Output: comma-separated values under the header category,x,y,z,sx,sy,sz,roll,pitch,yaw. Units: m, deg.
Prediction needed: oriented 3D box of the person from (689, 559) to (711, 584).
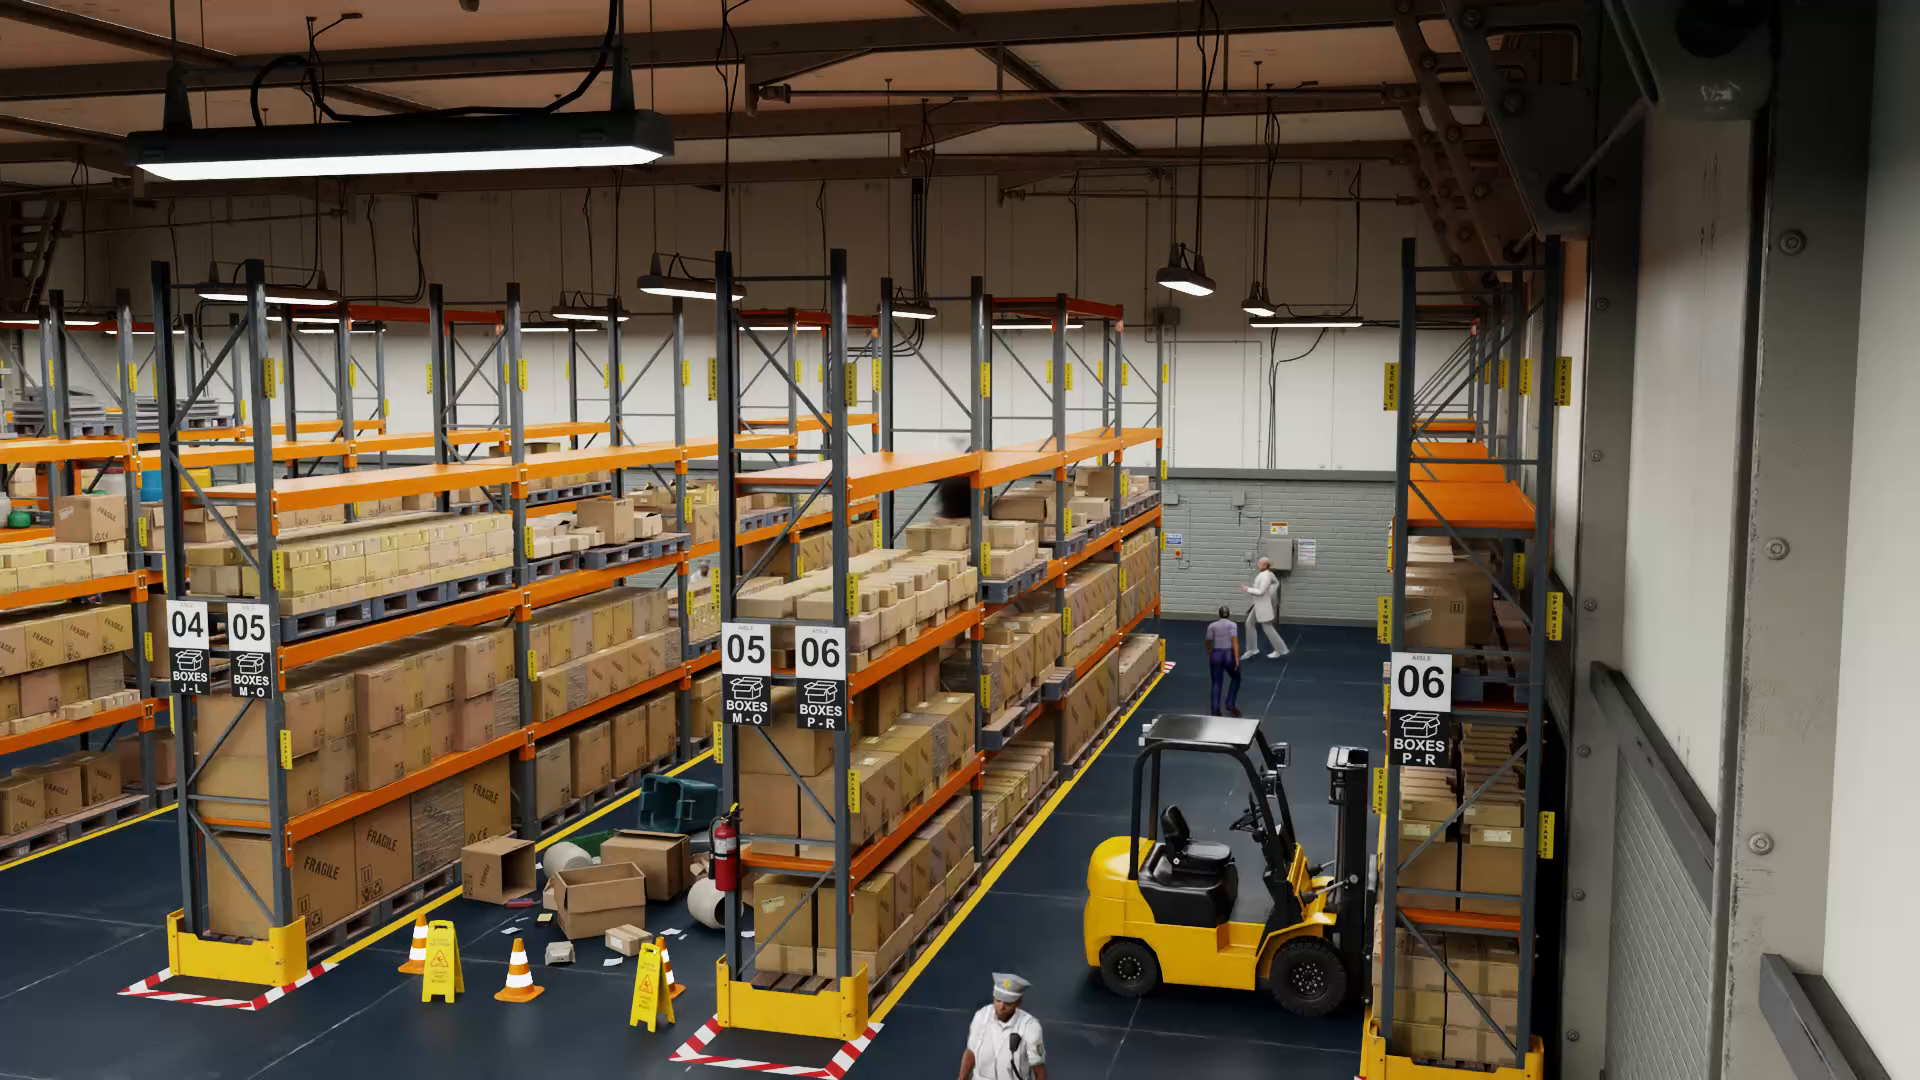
category,x,y,z,sx,sy,sz,roll,pitch,yaw
person,-4.532,1.180,30.084,0.674,1.770,0.954,1,6,9

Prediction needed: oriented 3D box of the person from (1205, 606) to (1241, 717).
category,x,y,z,sx,sy,sz,roll,pitch,yaw
person,3.842,1.796,24.428,0.587,1.613,0.753,3,7,24

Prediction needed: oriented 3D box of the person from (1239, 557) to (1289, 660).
category,x,y,z,sx,sy,sz,roll,pitch,yaw
person,5.305,1.215,28.975,0.863,1.845,0.696,1,6,7

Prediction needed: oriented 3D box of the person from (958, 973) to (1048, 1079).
category,x,y,z,sx,sy,sz,roll,pitch,yaw
person,0.239,3.304,10.016,0.694,1.615,0.636,2,6,17
